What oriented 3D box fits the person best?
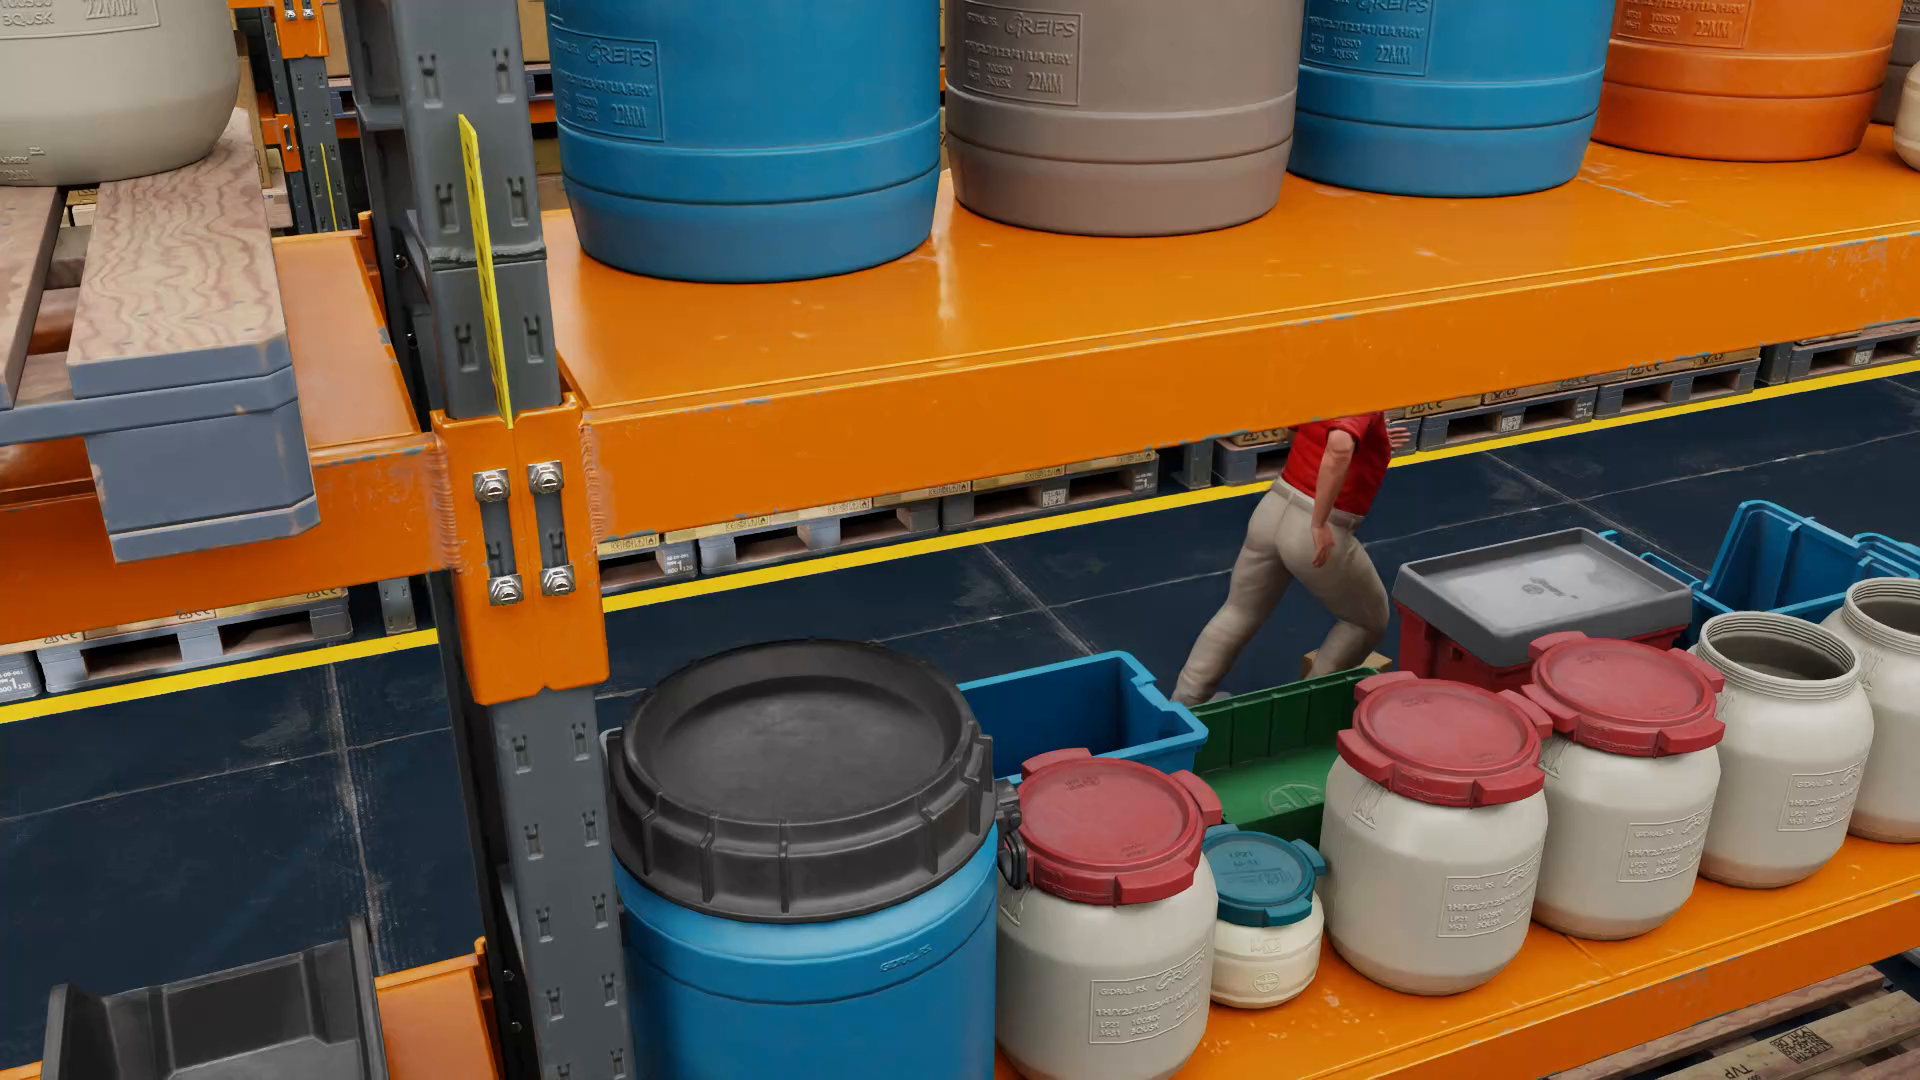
[{"bbox_3d":[1.318,-0.006,6.232,0.981,1.663,0.652,-13,29,-25],"label":"person"}]
